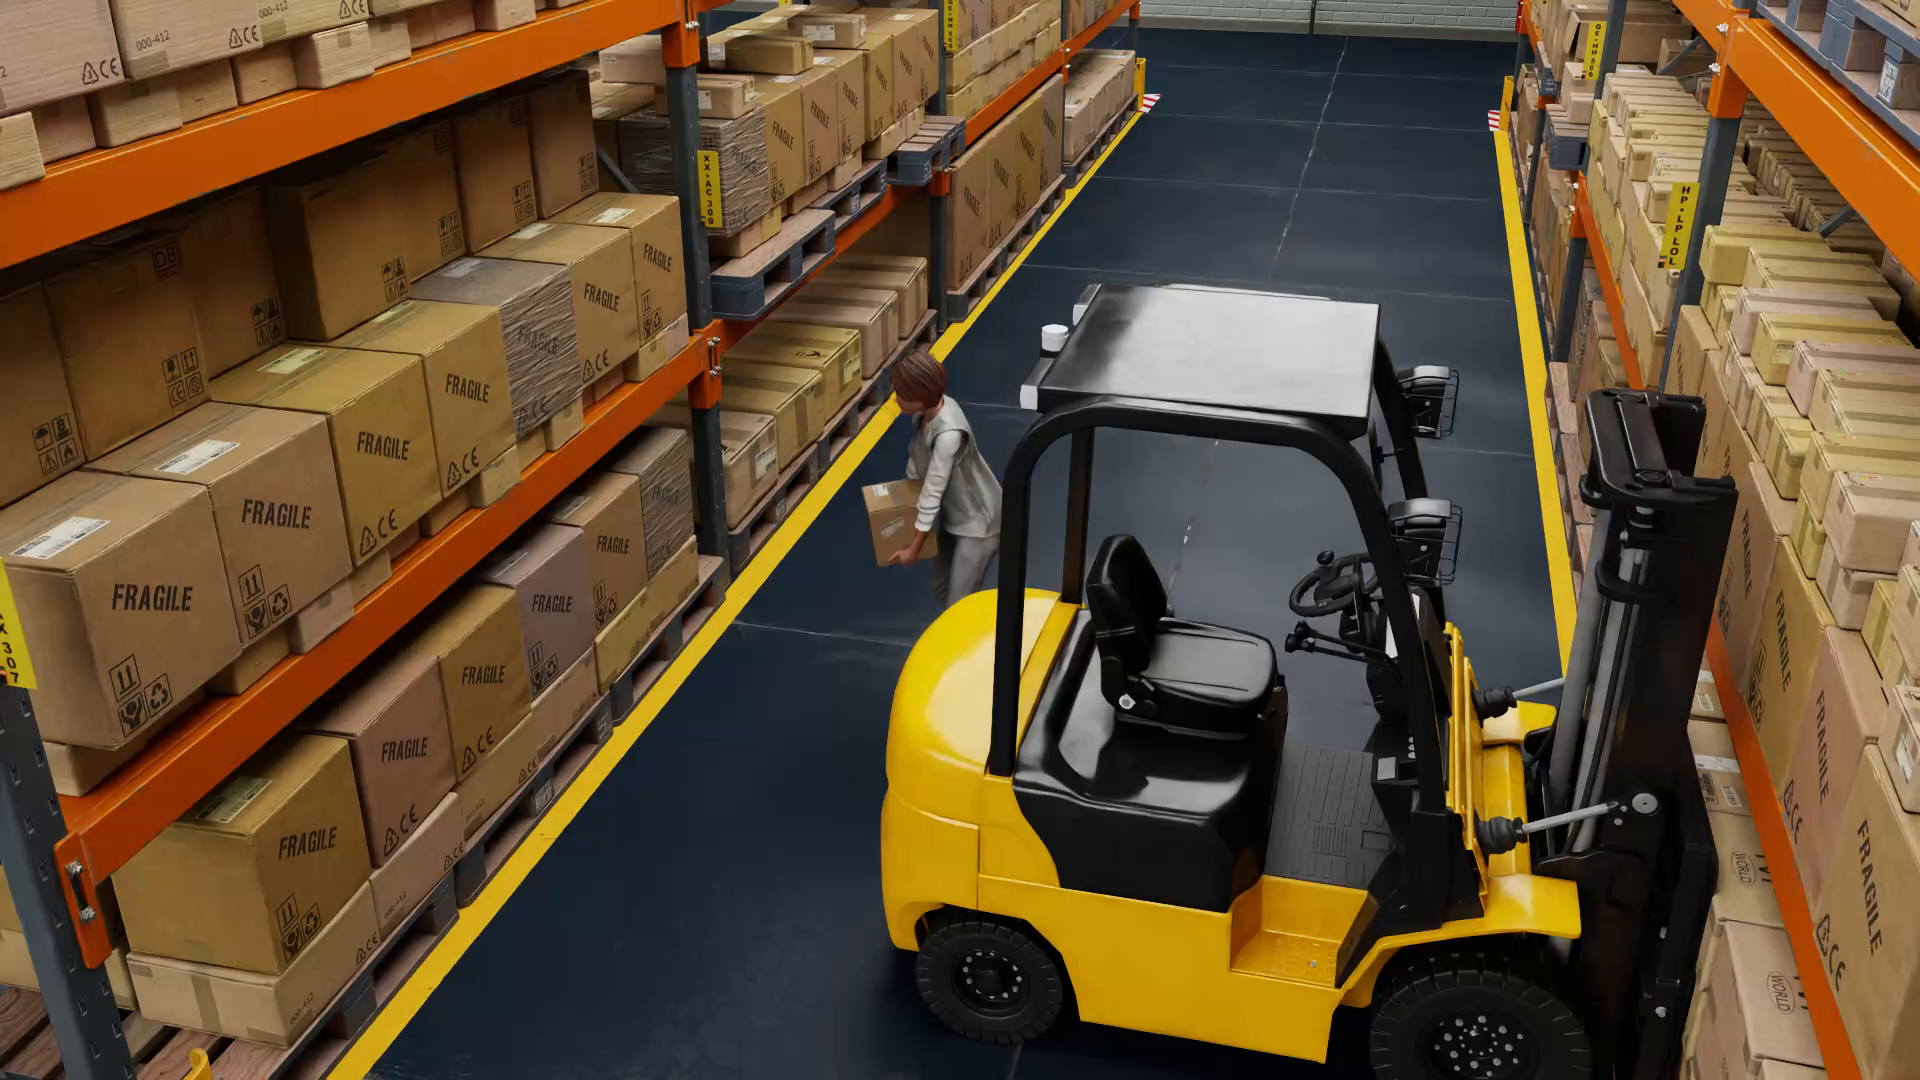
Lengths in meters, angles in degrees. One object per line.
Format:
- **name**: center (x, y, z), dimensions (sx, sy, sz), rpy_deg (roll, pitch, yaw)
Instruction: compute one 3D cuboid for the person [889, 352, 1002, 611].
- **person**: center (-0.060, -0.032, 6.752), dimensions (0.533, 1.548, 0.384), rpy_deg (-7, 27, -14)
